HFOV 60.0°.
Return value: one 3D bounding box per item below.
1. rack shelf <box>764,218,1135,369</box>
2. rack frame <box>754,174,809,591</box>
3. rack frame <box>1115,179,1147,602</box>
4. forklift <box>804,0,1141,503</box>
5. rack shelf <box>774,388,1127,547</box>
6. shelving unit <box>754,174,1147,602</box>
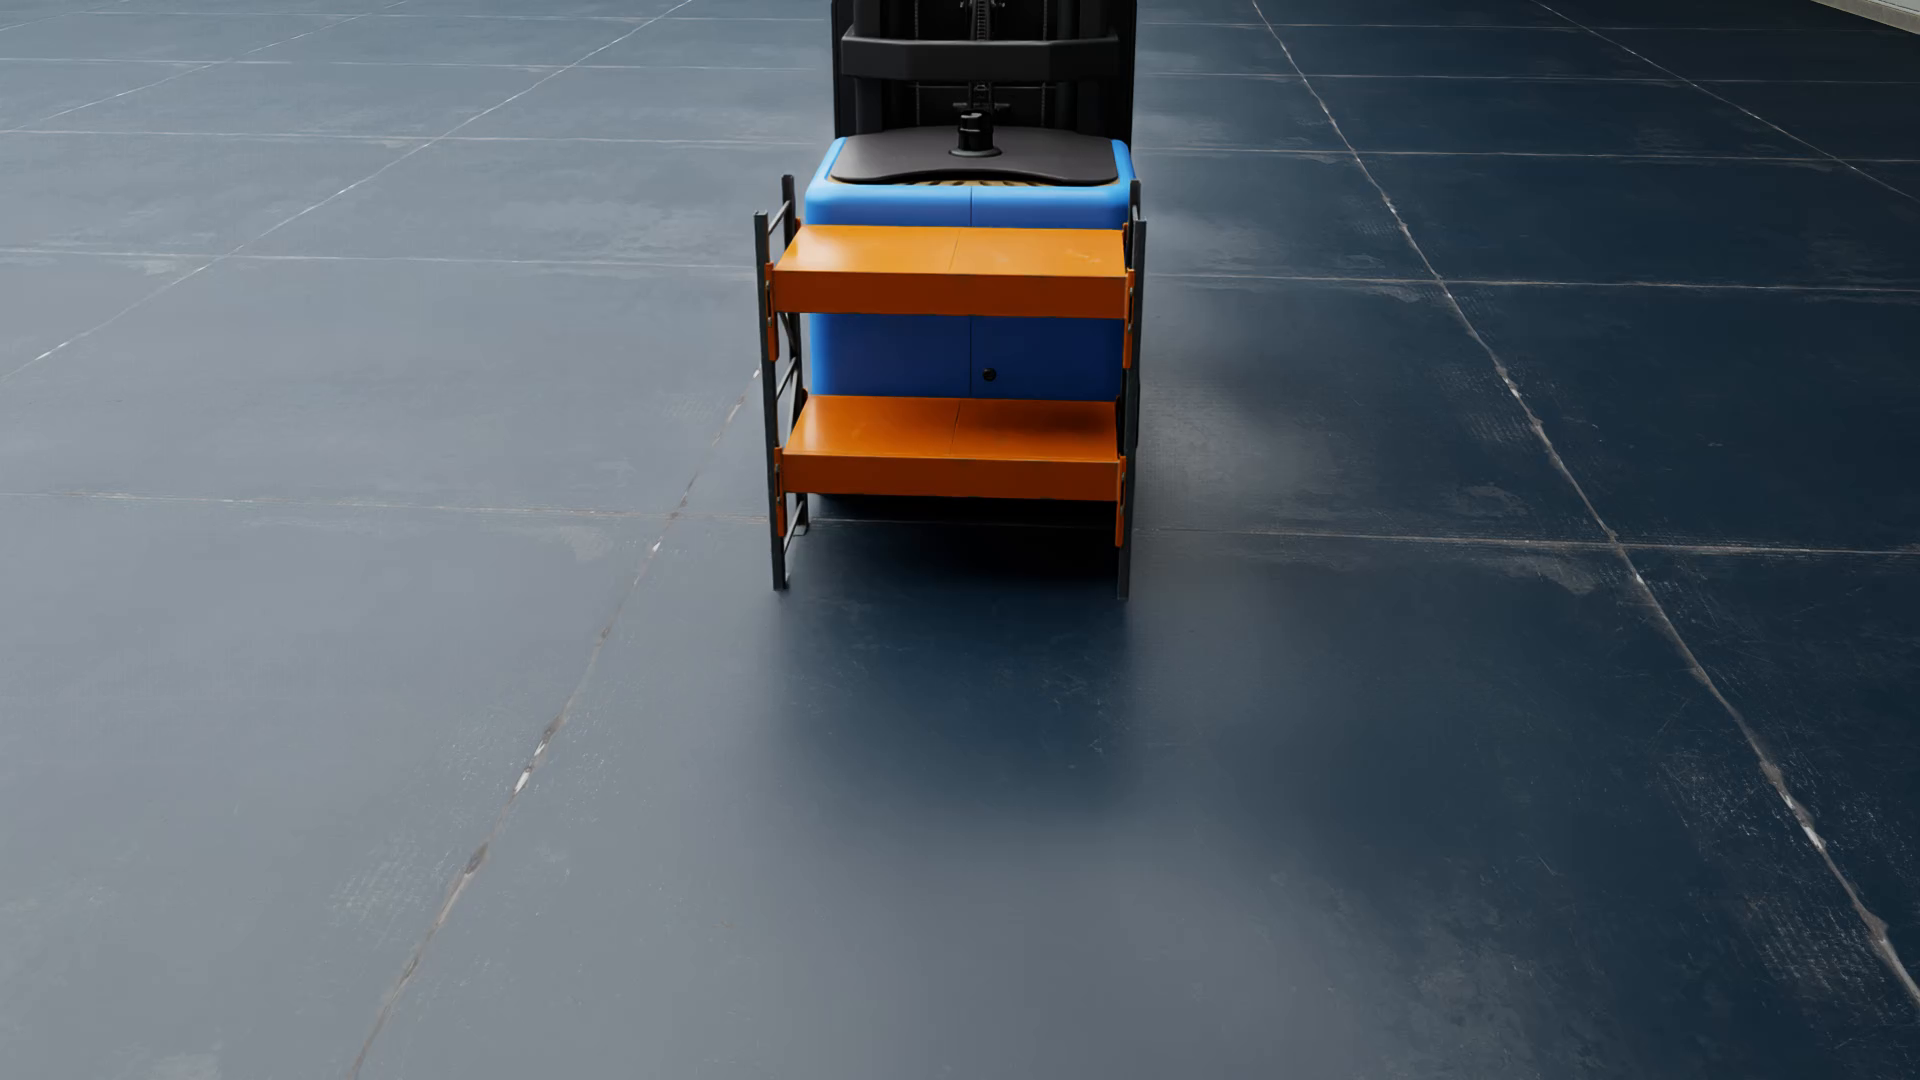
[{"bbox_3d":[-0.014,-0.715,4.758,1.000,0.278,0.538,2,25,3],"label":"rack shelf"},{"bbox_3d":[-0.521,-0.464,4.912,0.032,1.125,0.500,2,25,3],"label":"rack frame"},{"bbox_3d":[0.494,-0.435,4.850,0.032,1.125,0.500,2,25,3],"label":"rack frame"},{"bbox_3d":[0.095,-2.022,6.139,1.130,2.935,3.031,1,25,2],"label":"forklift"},{"bbox_3d":[-0.014,-0.227,4.983,1.000,0.278,0.538,2,25,3],"label":"rack shelf"},{"bbox_3d":[-0.014,-0.449,4.881,1.048,1.125,0.538,2,25,3],"label":"shelving unit"}]
